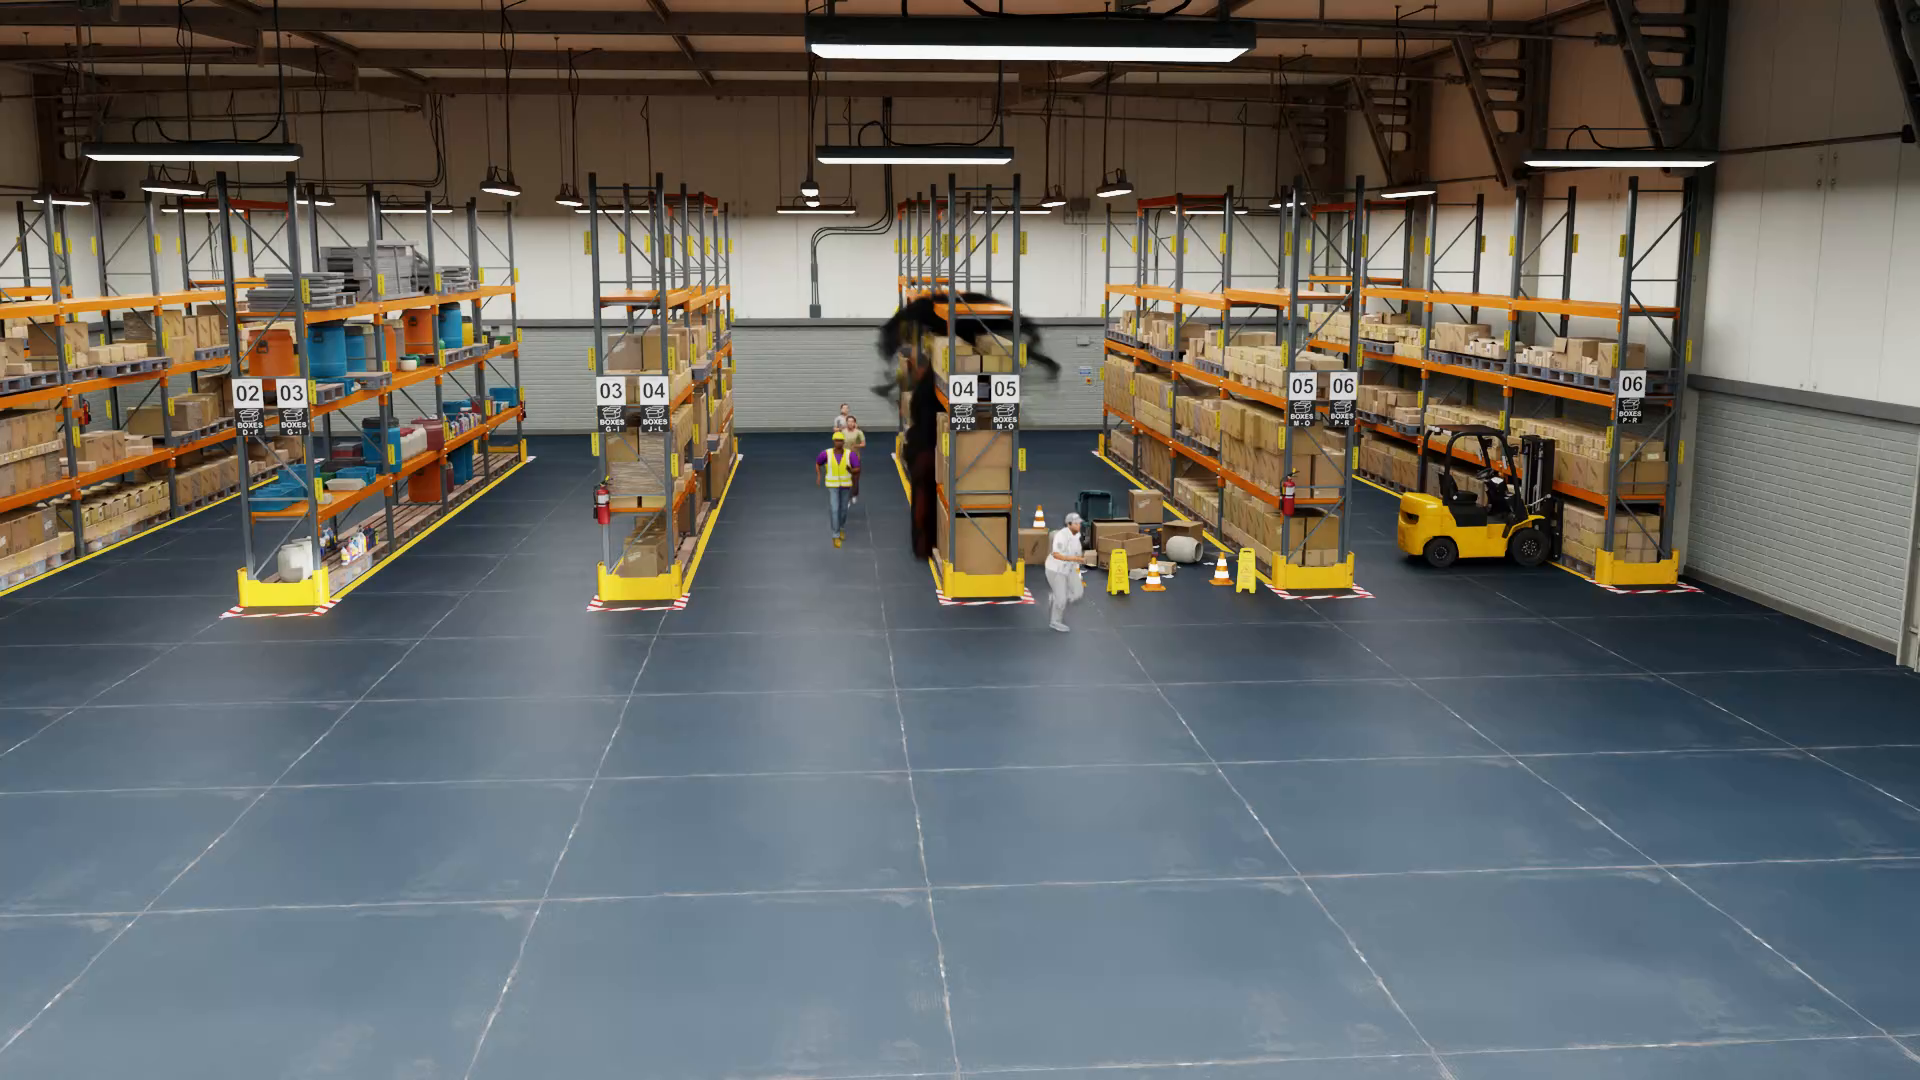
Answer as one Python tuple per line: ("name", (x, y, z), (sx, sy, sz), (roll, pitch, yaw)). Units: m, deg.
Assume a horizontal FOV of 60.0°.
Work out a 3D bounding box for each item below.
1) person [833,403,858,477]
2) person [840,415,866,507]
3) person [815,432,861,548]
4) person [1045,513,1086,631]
("person", (-2.442, -2.073, 35.573), (0.549, 1.714, 0.728), (-1, 10, -8))
("person", (-2.024, -1.487, 30.949), (0.564, 1.676, 0.892), (0, 10, -2))
("person", (-1.922, -0.827, 26.459), (0.693, 1.789, 0.879), (-2, 10, -13))
("person", (1.404, 0.417, 21.806), (0.576, 1.595, 0.673), (-10, 14, -44))
